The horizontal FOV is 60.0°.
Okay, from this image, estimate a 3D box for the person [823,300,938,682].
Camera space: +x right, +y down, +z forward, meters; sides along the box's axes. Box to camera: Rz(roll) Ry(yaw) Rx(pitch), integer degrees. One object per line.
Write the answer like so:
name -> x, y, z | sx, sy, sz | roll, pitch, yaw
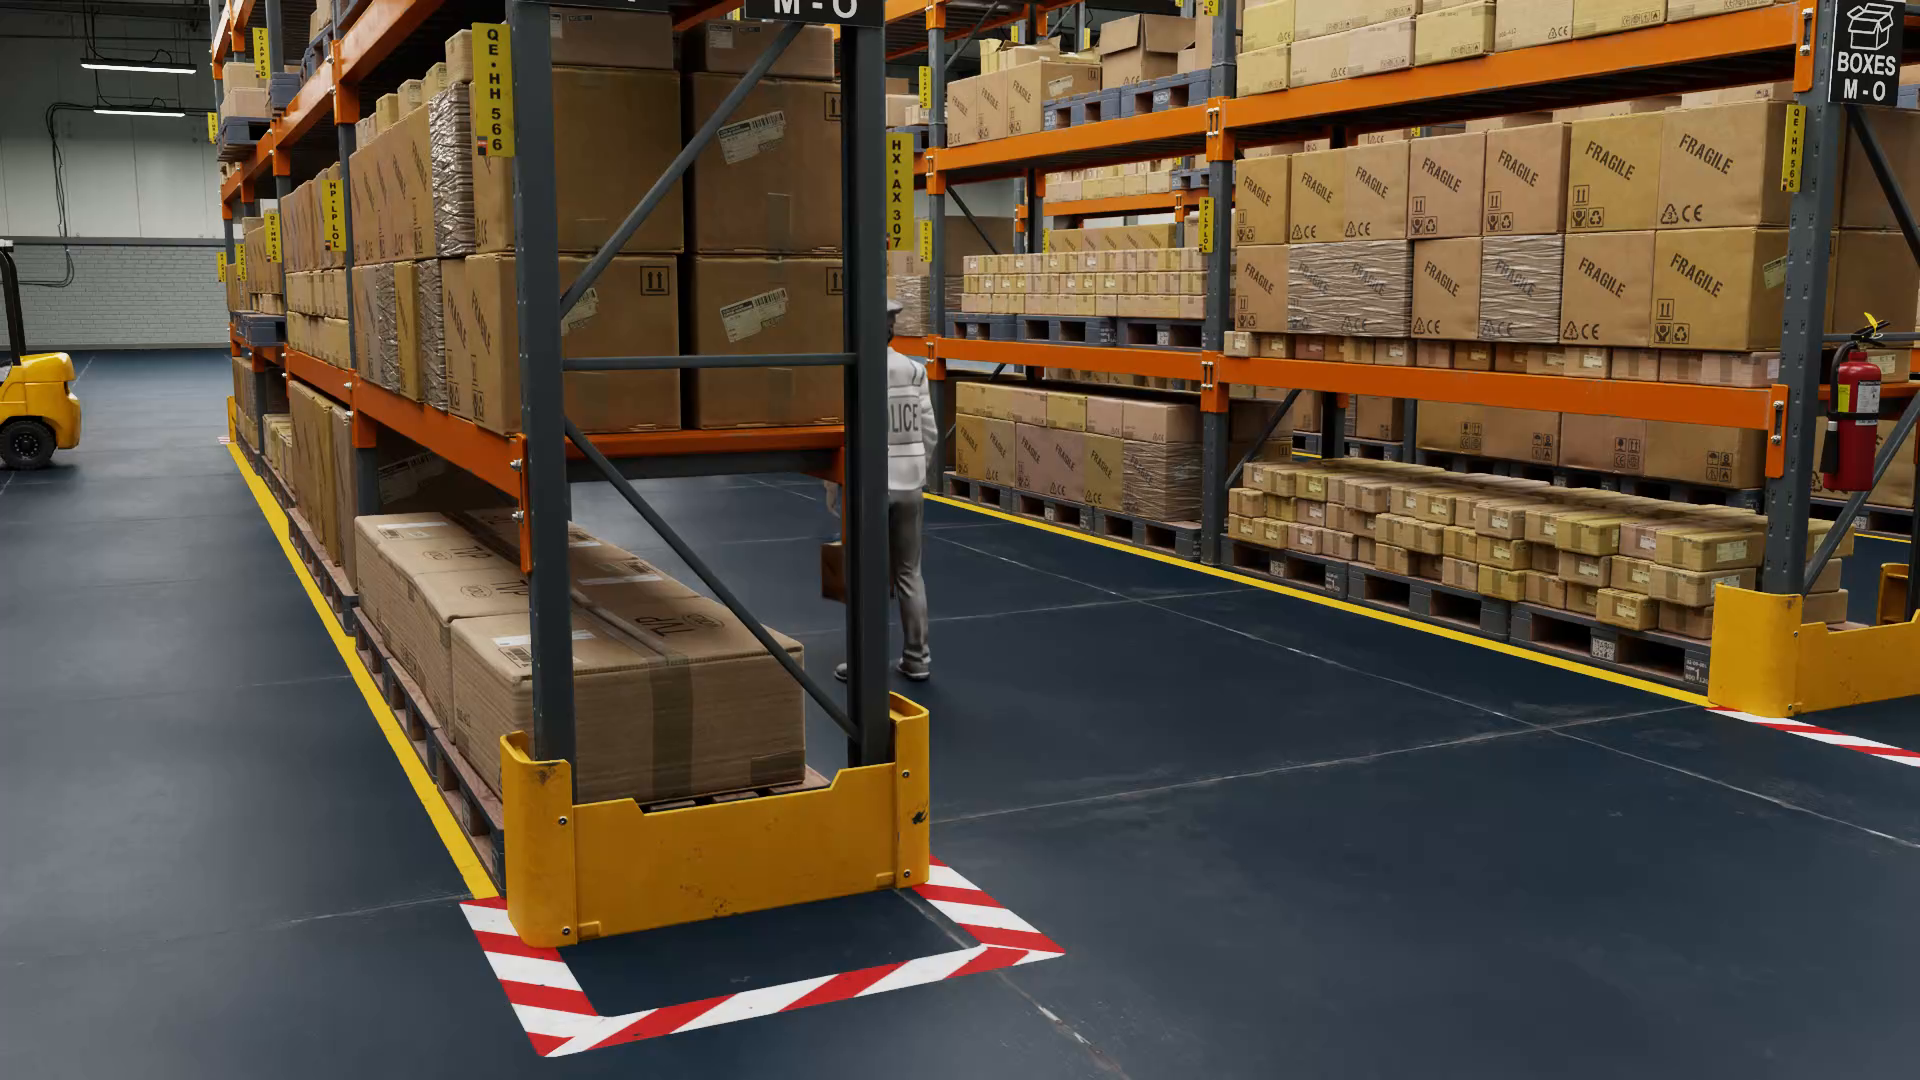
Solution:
person -> -0.342, -0.208, 7.184 | 0.509, 1.671, 0.359 | -5, 10, -27
